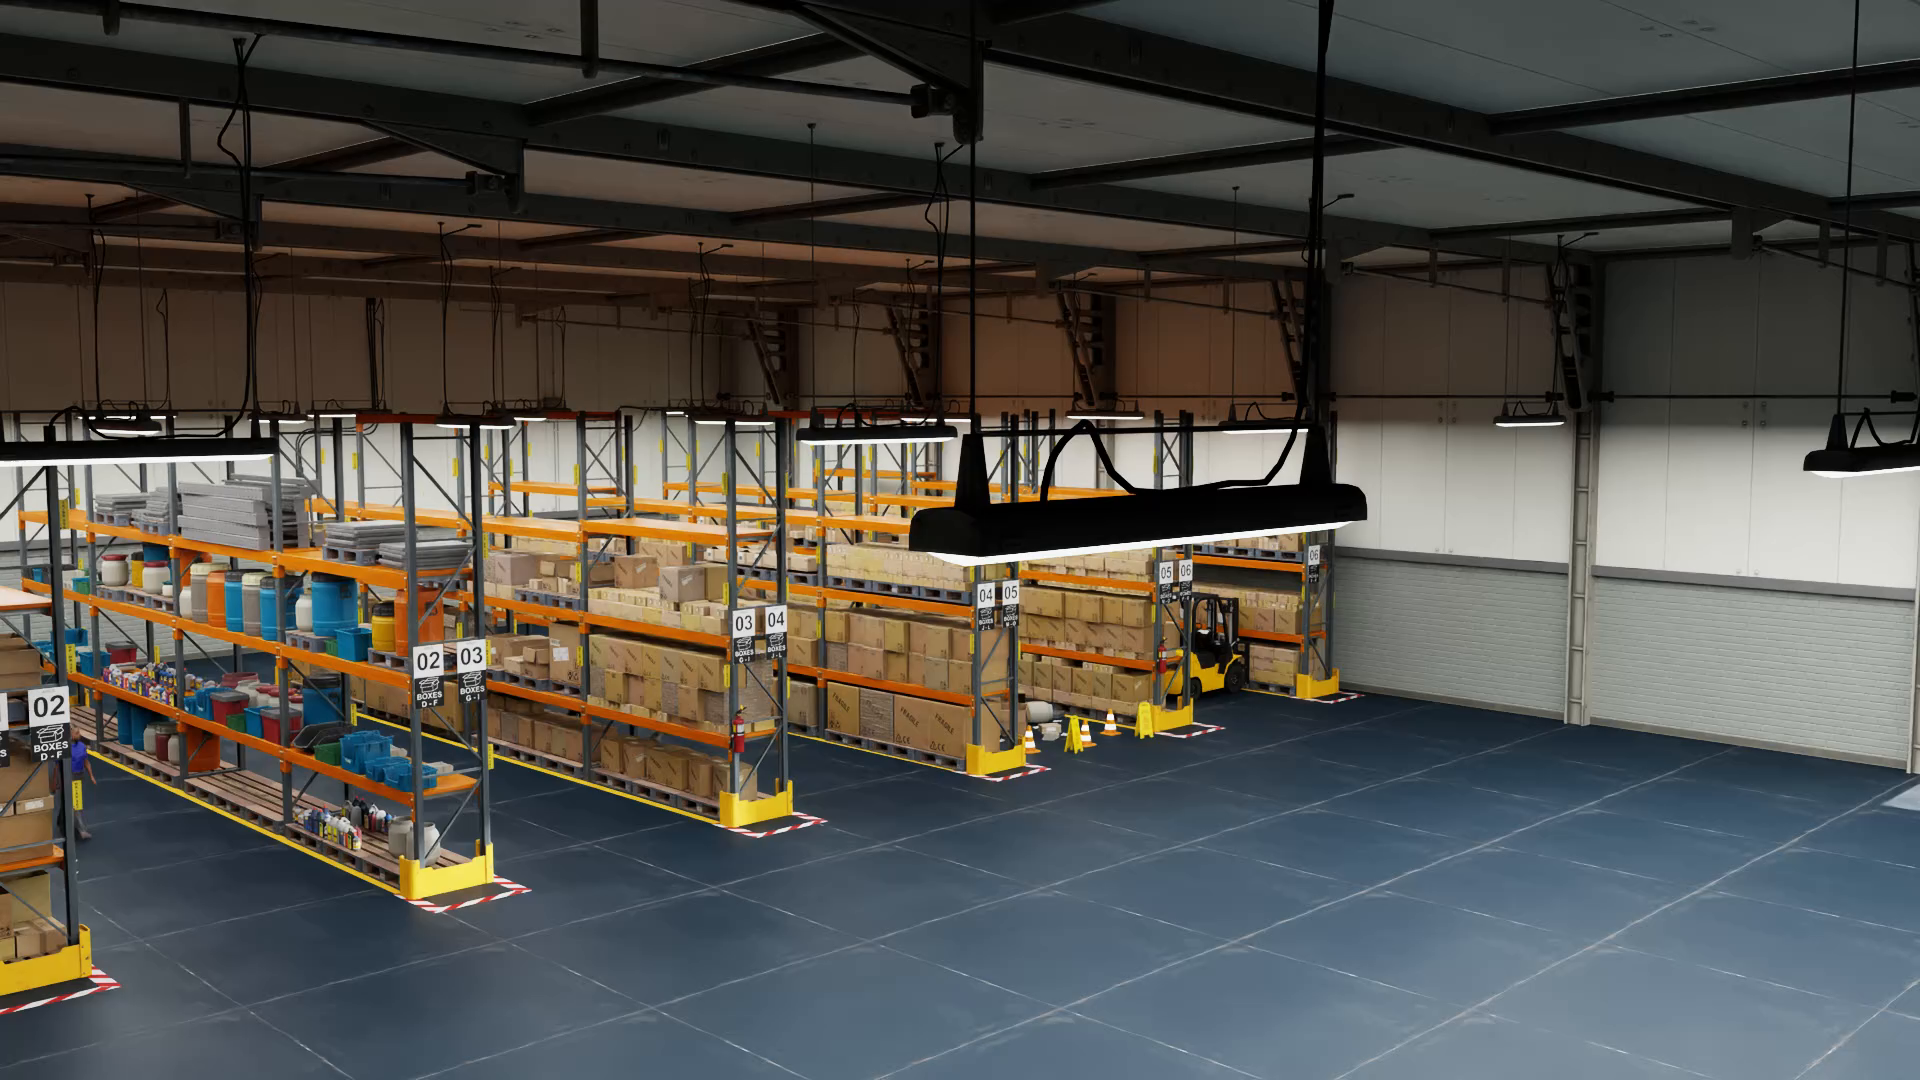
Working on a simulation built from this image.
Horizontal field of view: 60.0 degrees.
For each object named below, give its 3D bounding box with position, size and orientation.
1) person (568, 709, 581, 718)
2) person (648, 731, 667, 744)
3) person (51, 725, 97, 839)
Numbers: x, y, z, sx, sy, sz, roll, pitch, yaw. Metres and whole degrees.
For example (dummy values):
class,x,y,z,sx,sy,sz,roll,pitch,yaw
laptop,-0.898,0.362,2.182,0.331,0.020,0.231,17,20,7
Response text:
class,x,y,z,sx,sy,sz,roll,pitch,yaw
person,-7.270,2.678,31.844,0.708,1.717,1.103,-5,7,-43
person,-5.314,3.018,29.271,0.482,1.580,0.500,3,6,32
person,-12.735,3.444,23.903,1.058,1.586,0.522,3,6,30
